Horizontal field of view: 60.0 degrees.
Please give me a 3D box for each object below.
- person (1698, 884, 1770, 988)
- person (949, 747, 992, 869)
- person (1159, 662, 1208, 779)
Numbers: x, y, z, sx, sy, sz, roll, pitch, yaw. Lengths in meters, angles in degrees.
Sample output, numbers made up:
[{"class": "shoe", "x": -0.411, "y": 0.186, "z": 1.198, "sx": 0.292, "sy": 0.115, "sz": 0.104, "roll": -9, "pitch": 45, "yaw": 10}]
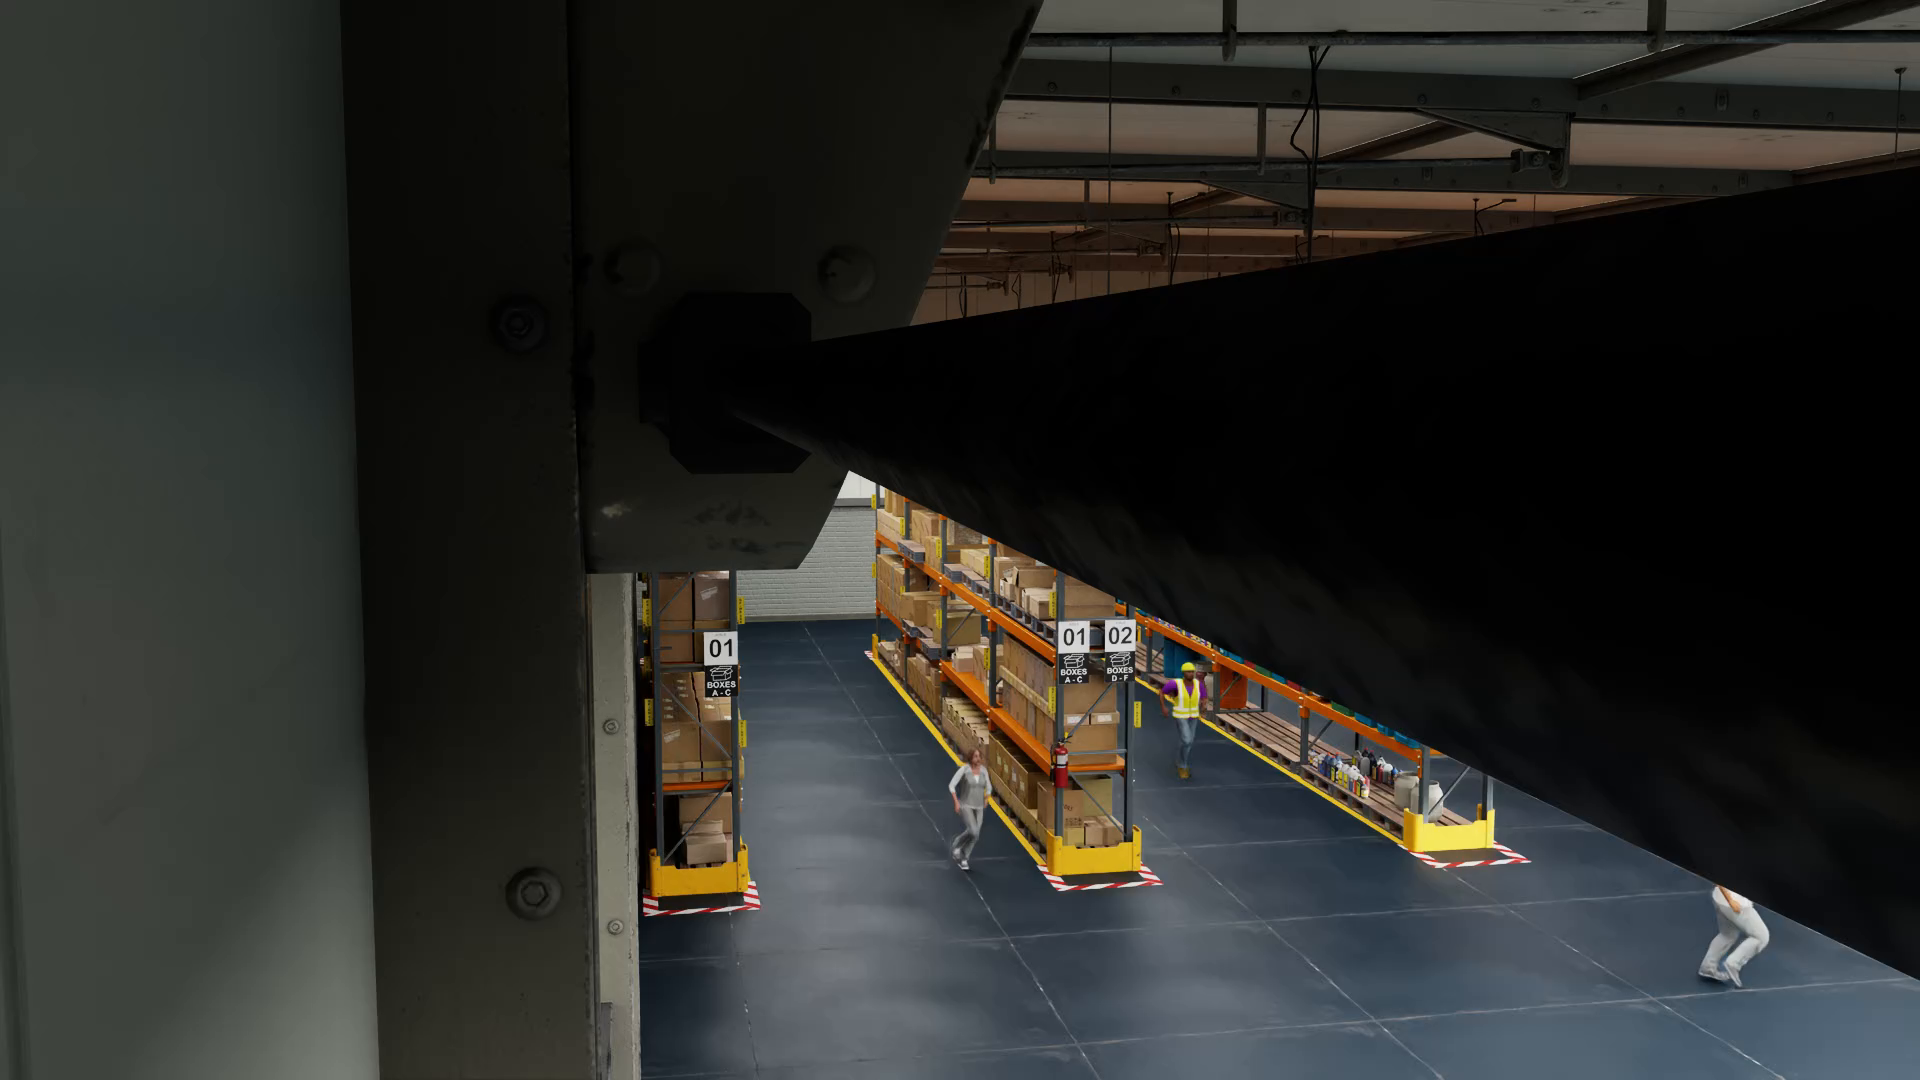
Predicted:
[{"class": "person", "x": 8.011, "y": 3.756, "z": 17.098, "sx": 0.692, "sy": 1.638, "sz": 0.610, "roll": 1, "pitch": 6, "yaw": 13}, {"class": "person", "x": 0.184, "y": 3.402, "z": 21.052, "sx": 0.547, "sy": 1.537, "sz": 0.467, "roll": -3, "pitch": 6, "yaw": -25}, {"class": "person", "x": 3.518, "y": 2.815, "z": 25.924, "sx": 0.718, "sy": 1.848, "sz": 0.756, "roll": -2, "pitch": 6, "yaw": -20}]
